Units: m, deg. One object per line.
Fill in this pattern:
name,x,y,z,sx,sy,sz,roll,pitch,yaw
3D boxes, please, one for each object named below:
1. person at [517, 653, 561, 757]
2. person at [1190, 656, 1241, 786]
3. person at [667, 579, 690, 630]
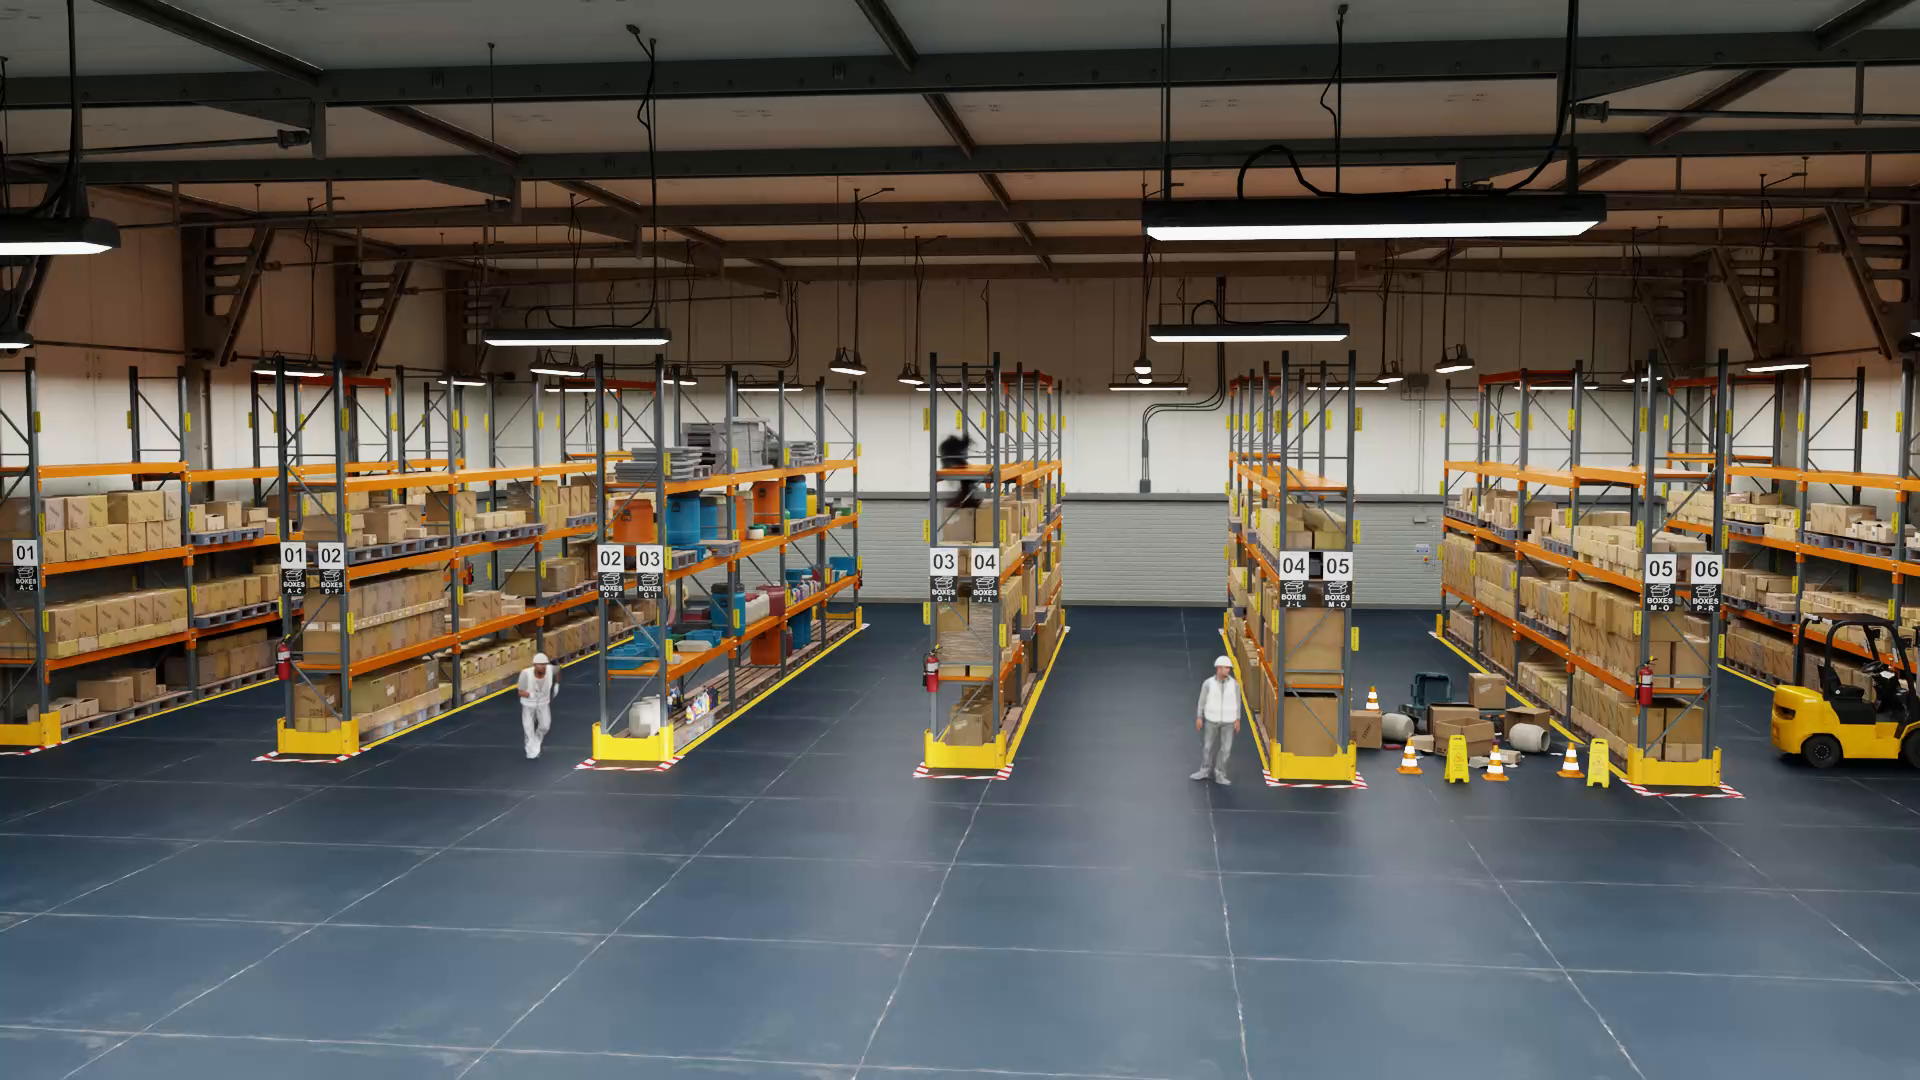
person,-6.204,2.449,24.574,0.699,1.619,0.905,-2,5,-29
person,3.552,2.505,23.099,0.691,1.796,0.471,0,4,4
person,-6.314,1.547,37.101,0.565,1.629,0.600,0,4,7
